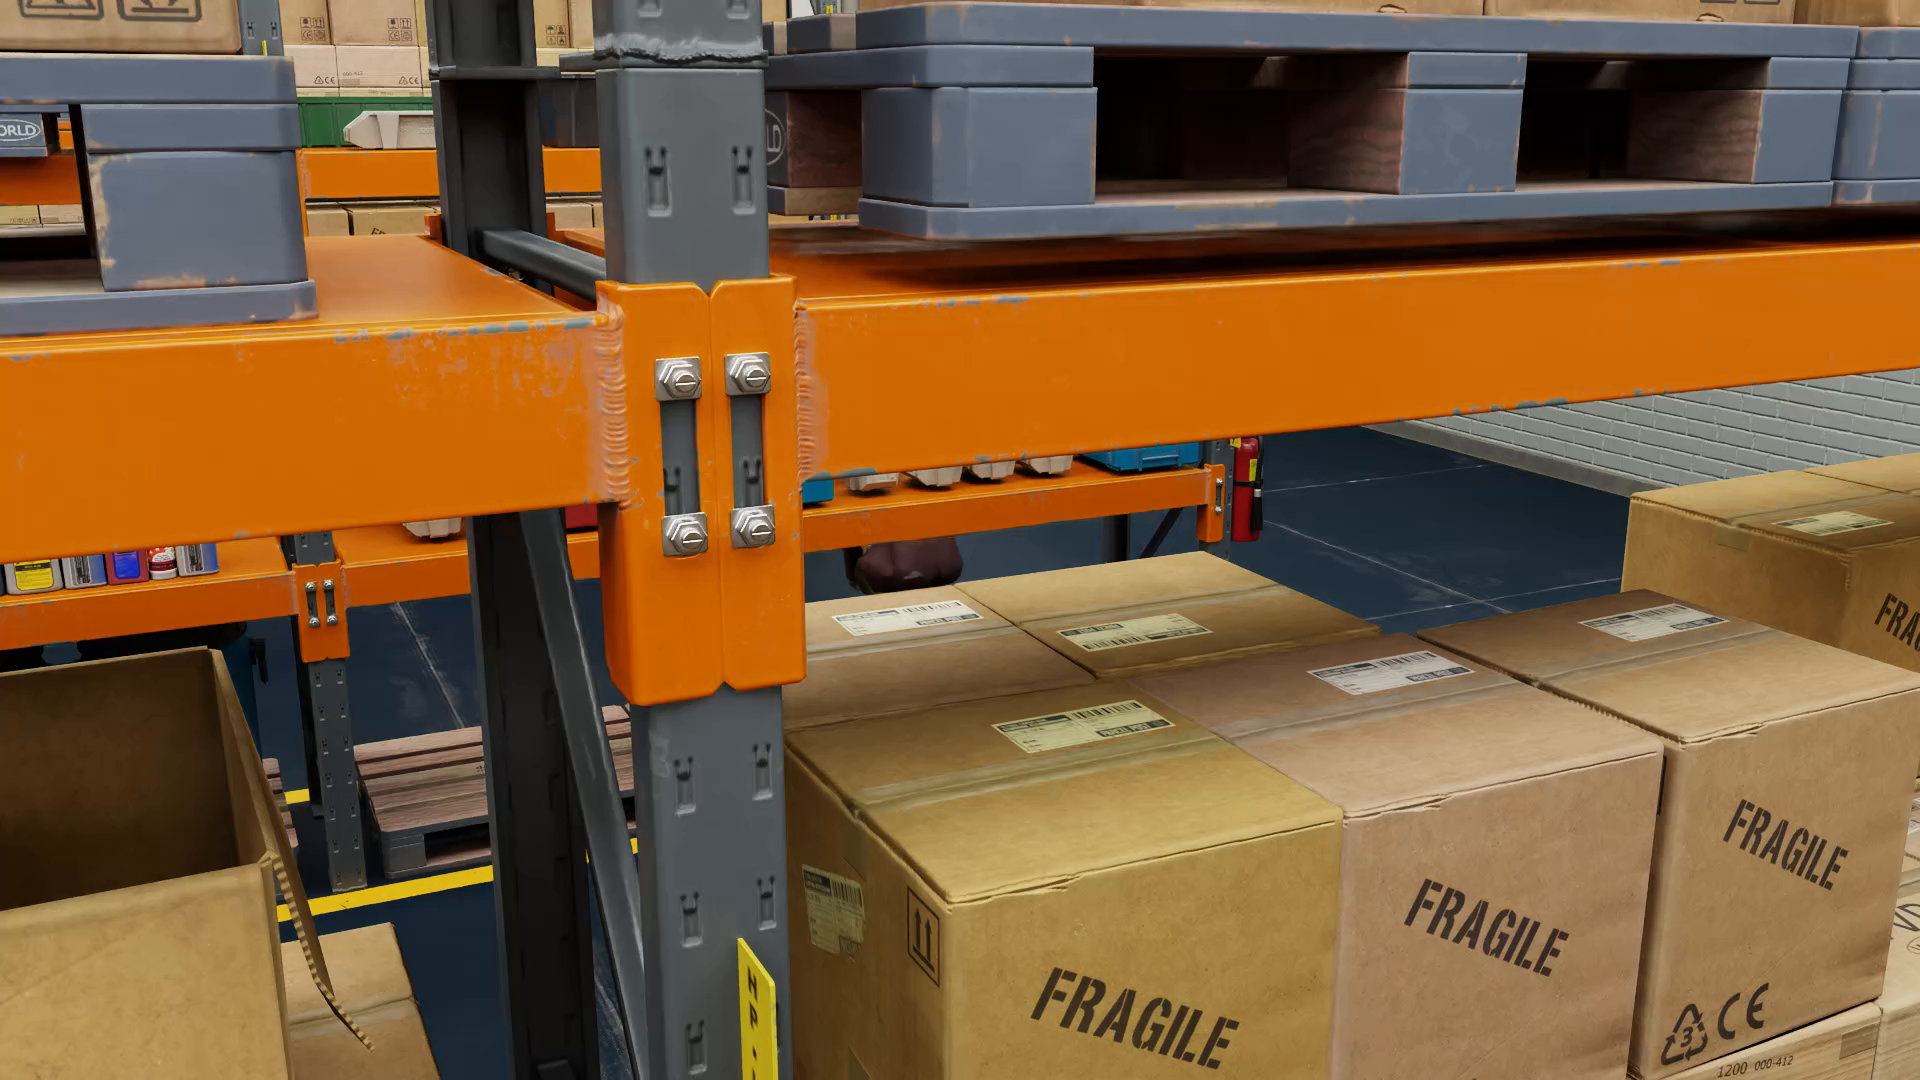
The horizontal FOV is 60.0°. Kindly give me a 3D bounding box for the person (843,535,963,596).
[{"bbox_3d":[-0.340,0.044,9.564,0.612,0.980,0.901,-7,16,-25],"label":"person"}]
